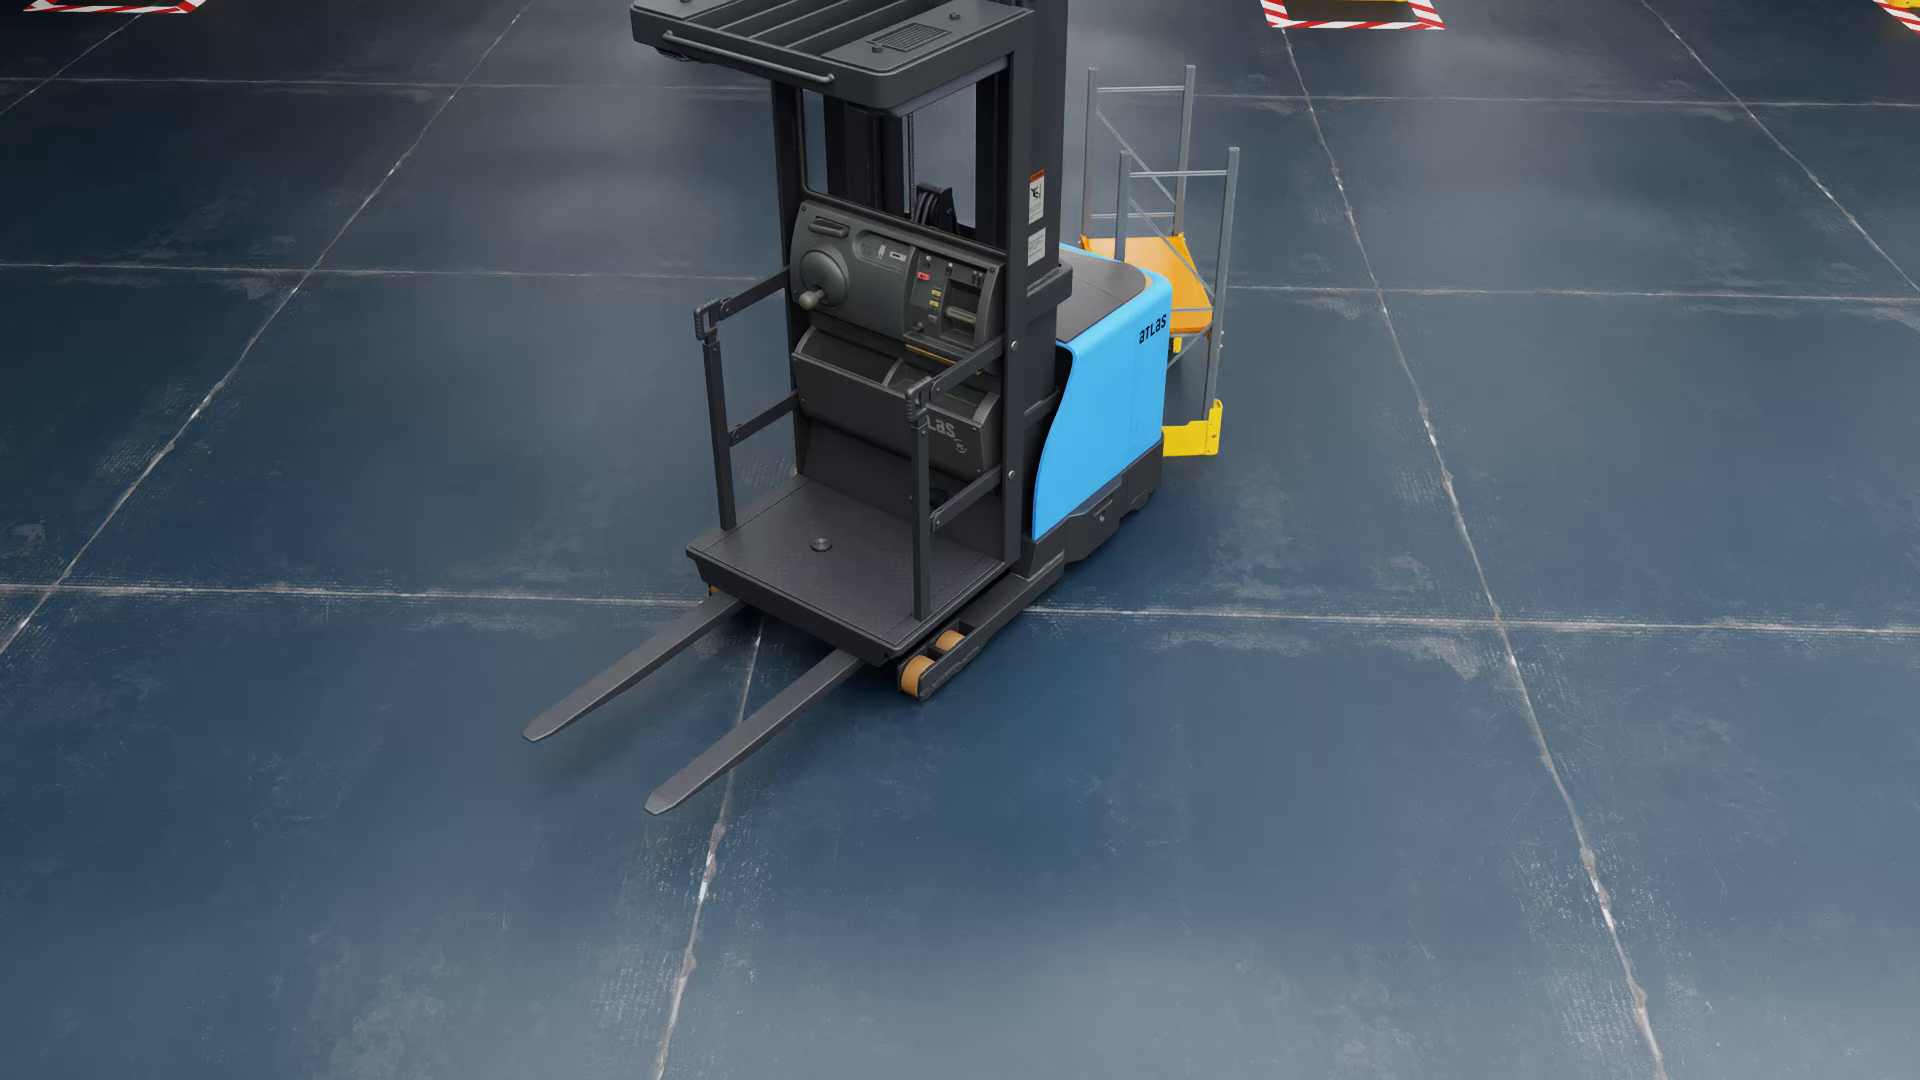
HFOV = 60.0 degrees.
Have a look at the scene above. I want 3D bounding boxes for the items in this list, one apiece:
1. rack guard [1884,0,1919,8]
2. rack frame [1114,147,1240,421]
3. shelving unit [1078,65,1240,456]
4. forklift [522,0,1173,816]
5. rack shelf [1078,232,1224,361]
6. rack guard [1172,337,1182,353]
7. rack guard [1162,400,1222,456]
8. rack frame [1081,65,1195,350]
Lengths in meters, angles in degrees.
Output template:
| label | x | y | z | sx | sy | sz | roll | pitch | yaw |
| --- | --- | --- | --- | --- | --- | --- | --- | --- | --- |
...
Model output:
| label | x | y | z | sx | sy | sz | roll | pitch | yaw |
| --- | --- | --- | --- | --- | --- | --- | --- | --- | --- |
| rack guard | 8.069 | -4.556 | 13.298 | 1.175 | 0.500 | 0.348 | 1 | 35 | 2 |
| rack frame | 0.921 | -1.018 | 7.394 | 0.500 | 1.500 | 0.032 | -2 | 35 | -3 |
| shelving unit | 0.887 | -1.315 | 7.816 | 0.587 | 1.500 | 1.083 | -2 | 35 | -3 |
| forklift | -0.378 | -0.909 | 5.994 | 1.130 | 2.935 | 3.031 | 23 | 41 | 29 |
| rack shelf | 0.887 | -1.162 | 7.912 | 0.538 | 0.185 | 1.000 | -2 | 35 | -3 |
| rack guard | 0.854 | -1.089 | 8.582 | 0.587 | 0.250 | 0.087 | -2 | 35 | -3 |
| rack guard | 0.920 | -0.518 | 7.769 | 0.587 | 0.250 | 0.087 | -2 | 35 | -3 |
| rack frame | 0.854 | -1.601 | 8.224 | 0.500 | 1.500 | 0.032 | -2 | 35 | -3 |
